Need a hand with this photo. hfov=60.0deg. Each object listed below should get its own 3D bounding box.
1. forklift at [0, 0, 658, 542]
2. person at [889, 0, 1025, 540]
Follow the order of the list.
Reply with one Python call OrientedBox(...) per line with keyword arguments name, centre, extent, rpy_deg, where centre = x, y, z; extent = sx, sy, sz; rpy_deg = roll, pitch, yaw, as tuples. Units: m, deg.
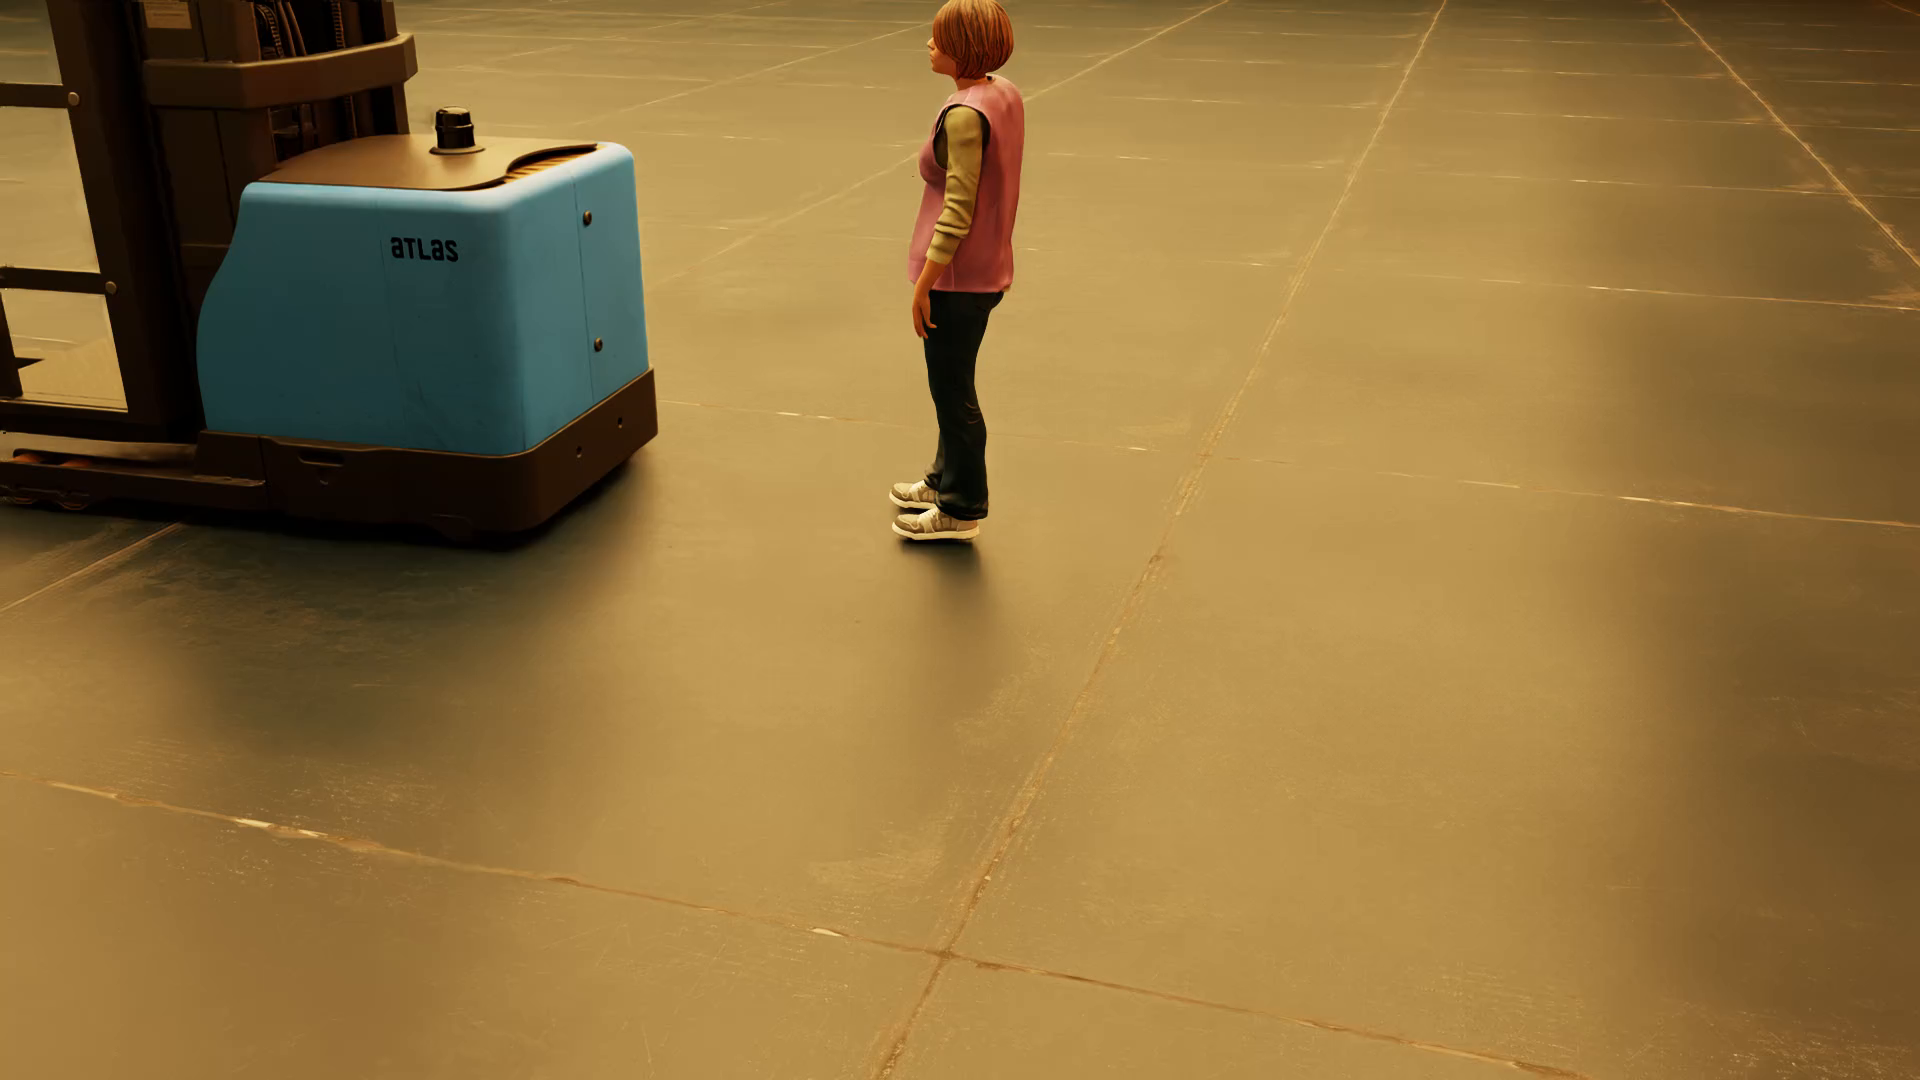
OrientedBox(name="forklift", centre=(-2.634, -1.637, 5.245), extent=(3.031, 2.935, 1.130), rpy_deg=(6, 23, 13))
OrientedBox(name="person", centre=(-0.066, -0.752, 4.848), extent=(0.475, 1.582, 0.520), rpy_deg=(7, 23, 16))
